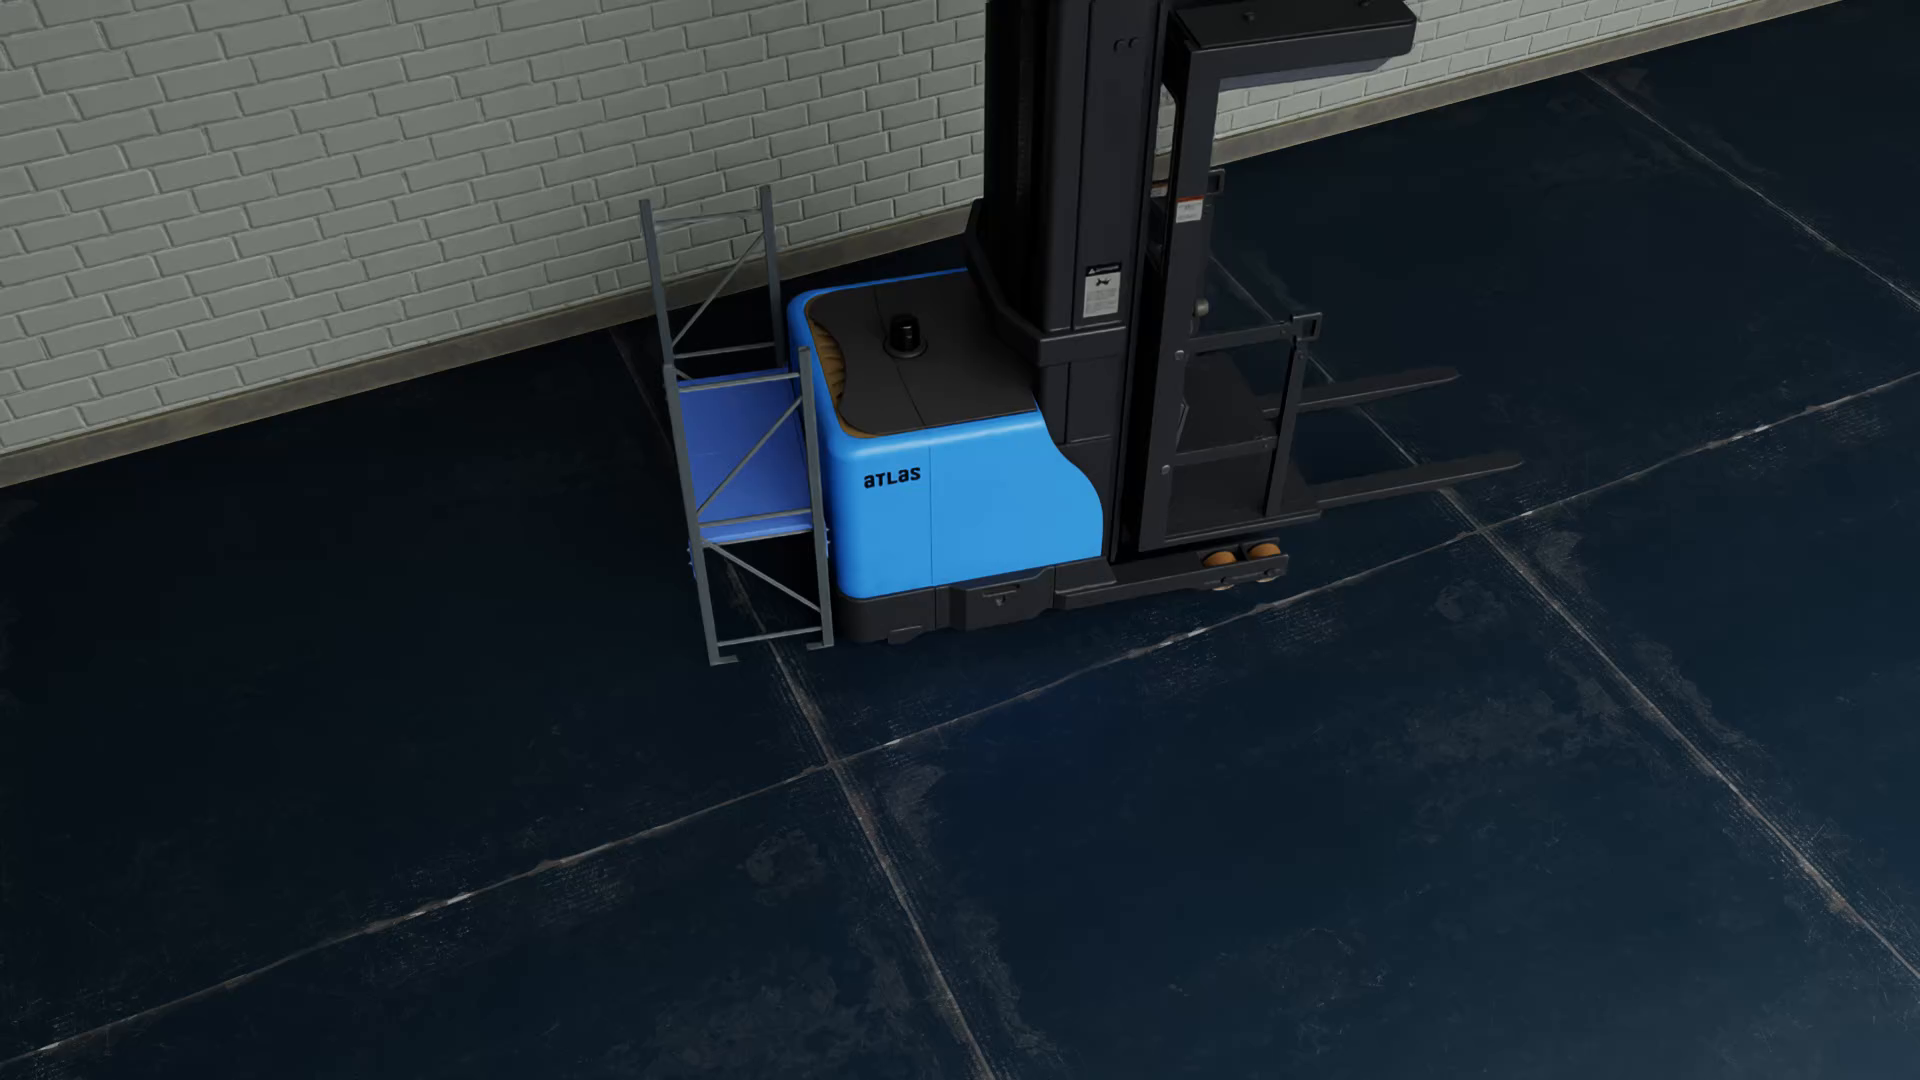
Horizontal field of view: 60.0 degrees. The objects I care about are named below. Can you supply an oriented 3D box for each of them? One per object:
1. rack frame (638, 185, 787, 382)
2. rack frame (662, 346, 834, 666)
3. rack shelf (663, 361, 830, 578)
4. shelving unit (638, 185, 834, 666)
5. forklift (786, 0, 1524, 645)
[{"bbox_3d":[-0.968,-0.778,6.839,0.500,1.500,0.032,-9,45,-9],"label":"rack frame"},{"bbox_3d":[-0.753,-0.080,6.132,0.500,1.500,0.032,-9,45,-9],"label":"rack frame"},{"bbox_3d":[-0.861,-0.301,6.612,0.538,0.185,1.000,-9,45,-9],"label":"rack shelf"},{"bbox_3d":[-0.861,-0.429,6.486,0.538,1.500,1.048,-9,45,-9],"label":"shelving unit"},{"bbox_3d":[0.874,-1.185,6.233,3.031,2.935,1.130,-10,46,-10],"label":"forklift"}]
